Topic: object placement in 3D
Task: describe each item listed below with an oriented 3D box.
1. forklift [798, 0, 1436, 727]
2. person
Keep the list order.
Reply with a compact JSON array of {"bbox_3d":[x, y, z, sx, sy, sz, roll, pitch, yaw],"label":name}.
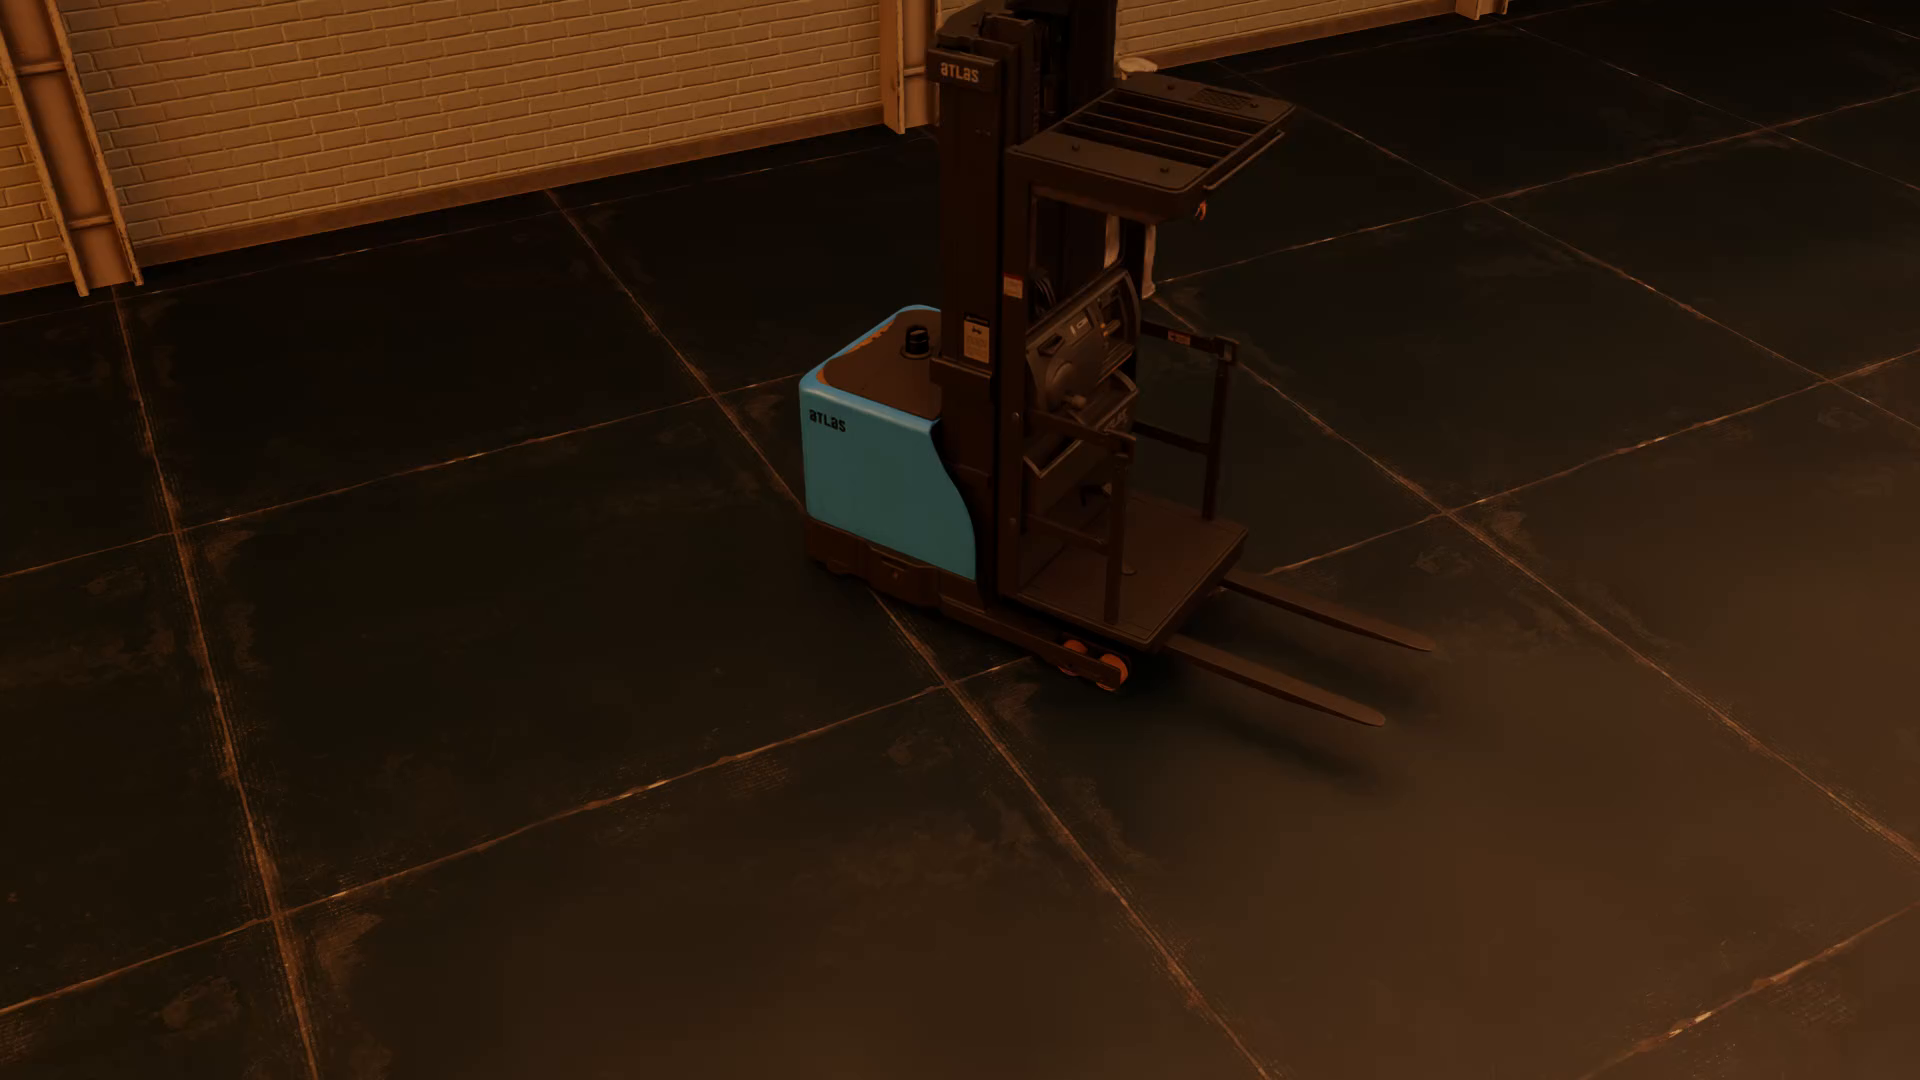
[{"bbox_3d":[0.728,-0.853,7.330,3.031,2.935,1.130,21,40,27],"label":"forklift"},{"bbox_3d":[1.106,-2.190,10.371,0.899,1.649,0.701,7,36,10],"label":"person"}]
